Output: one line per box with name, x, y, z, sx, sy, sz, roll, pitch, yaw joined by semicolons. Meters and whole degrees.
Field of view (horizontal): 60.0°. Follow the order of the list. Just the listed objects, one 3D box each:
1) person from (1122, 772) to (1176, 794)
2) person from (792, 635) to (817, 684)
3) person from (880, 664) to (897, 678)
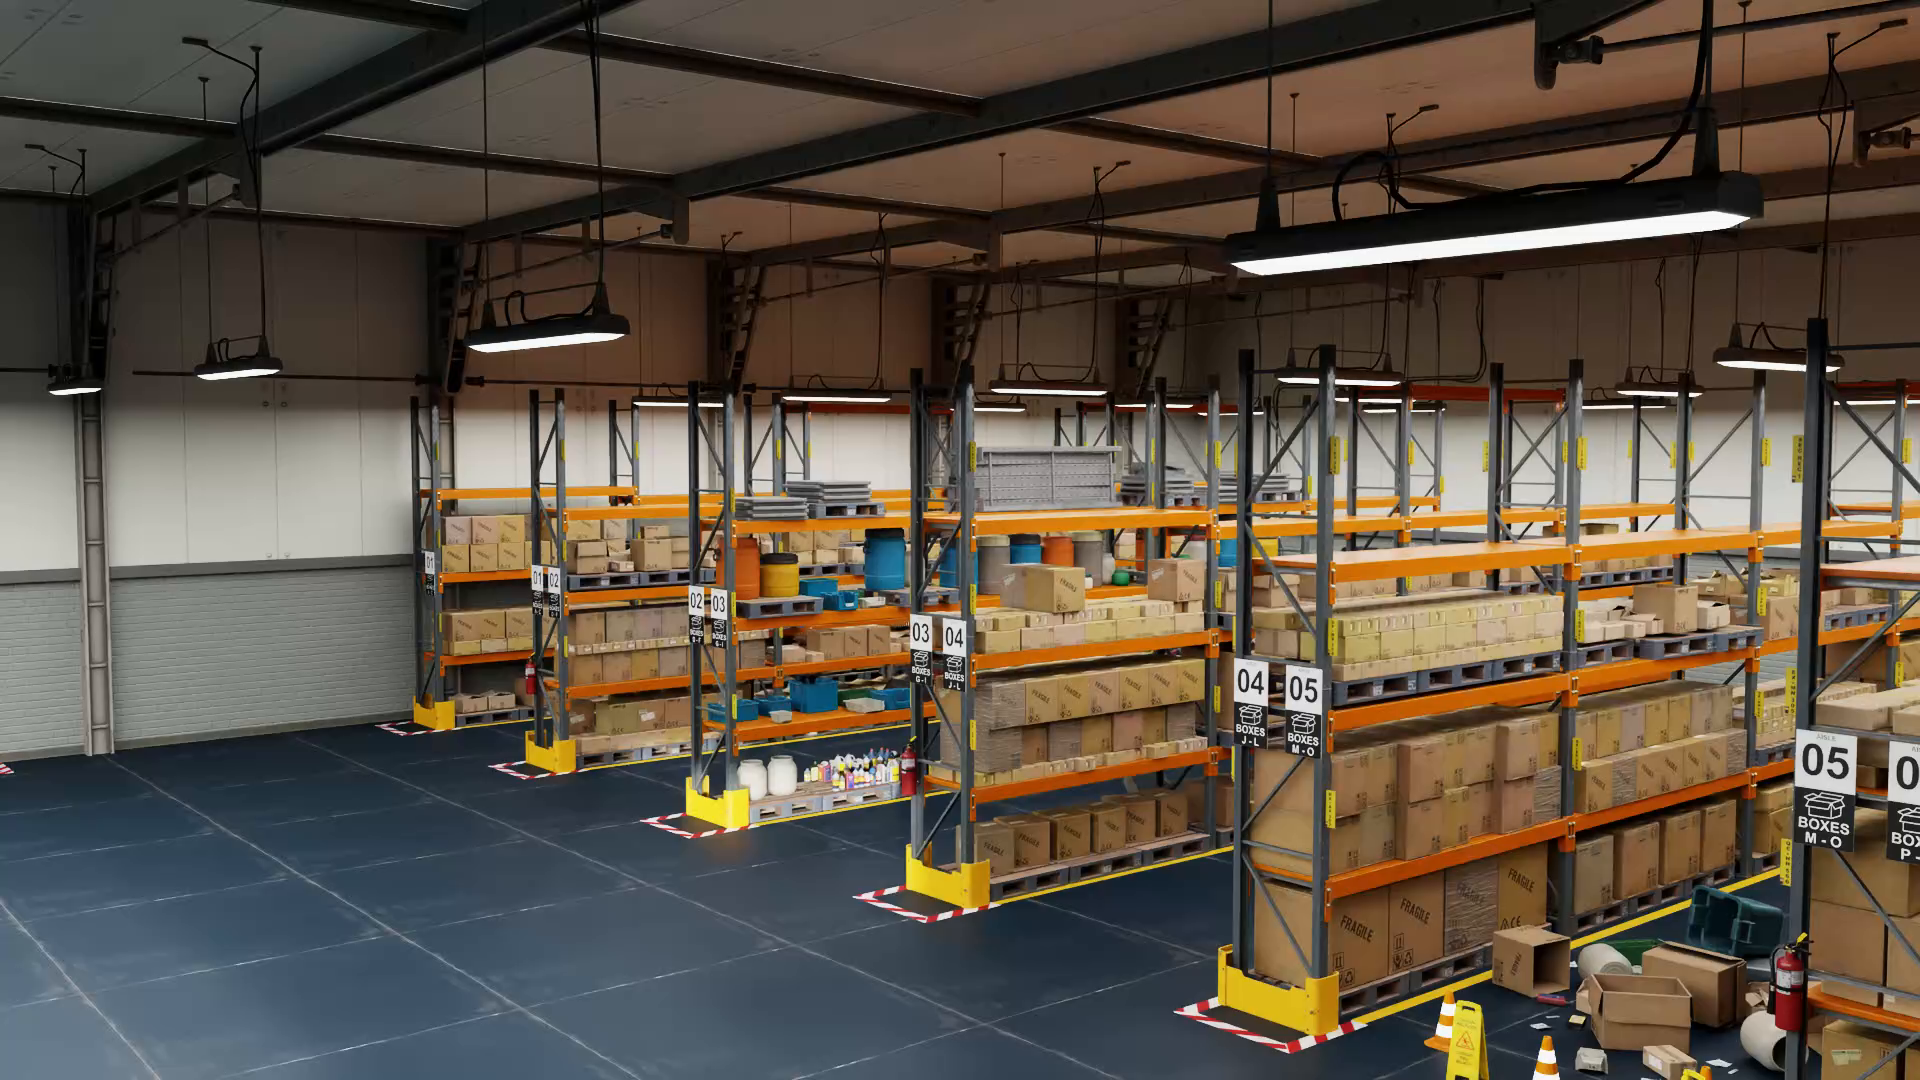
person;2.654;3.046;23.257;1.027;1.506;0.593;-2;4;-29
person;-2.939;2.574;31.462;0.554;1.536;0.742;1;3;12
person;-1.456;2.457;33.353;0.524;1.496;0.711;2;4;36
